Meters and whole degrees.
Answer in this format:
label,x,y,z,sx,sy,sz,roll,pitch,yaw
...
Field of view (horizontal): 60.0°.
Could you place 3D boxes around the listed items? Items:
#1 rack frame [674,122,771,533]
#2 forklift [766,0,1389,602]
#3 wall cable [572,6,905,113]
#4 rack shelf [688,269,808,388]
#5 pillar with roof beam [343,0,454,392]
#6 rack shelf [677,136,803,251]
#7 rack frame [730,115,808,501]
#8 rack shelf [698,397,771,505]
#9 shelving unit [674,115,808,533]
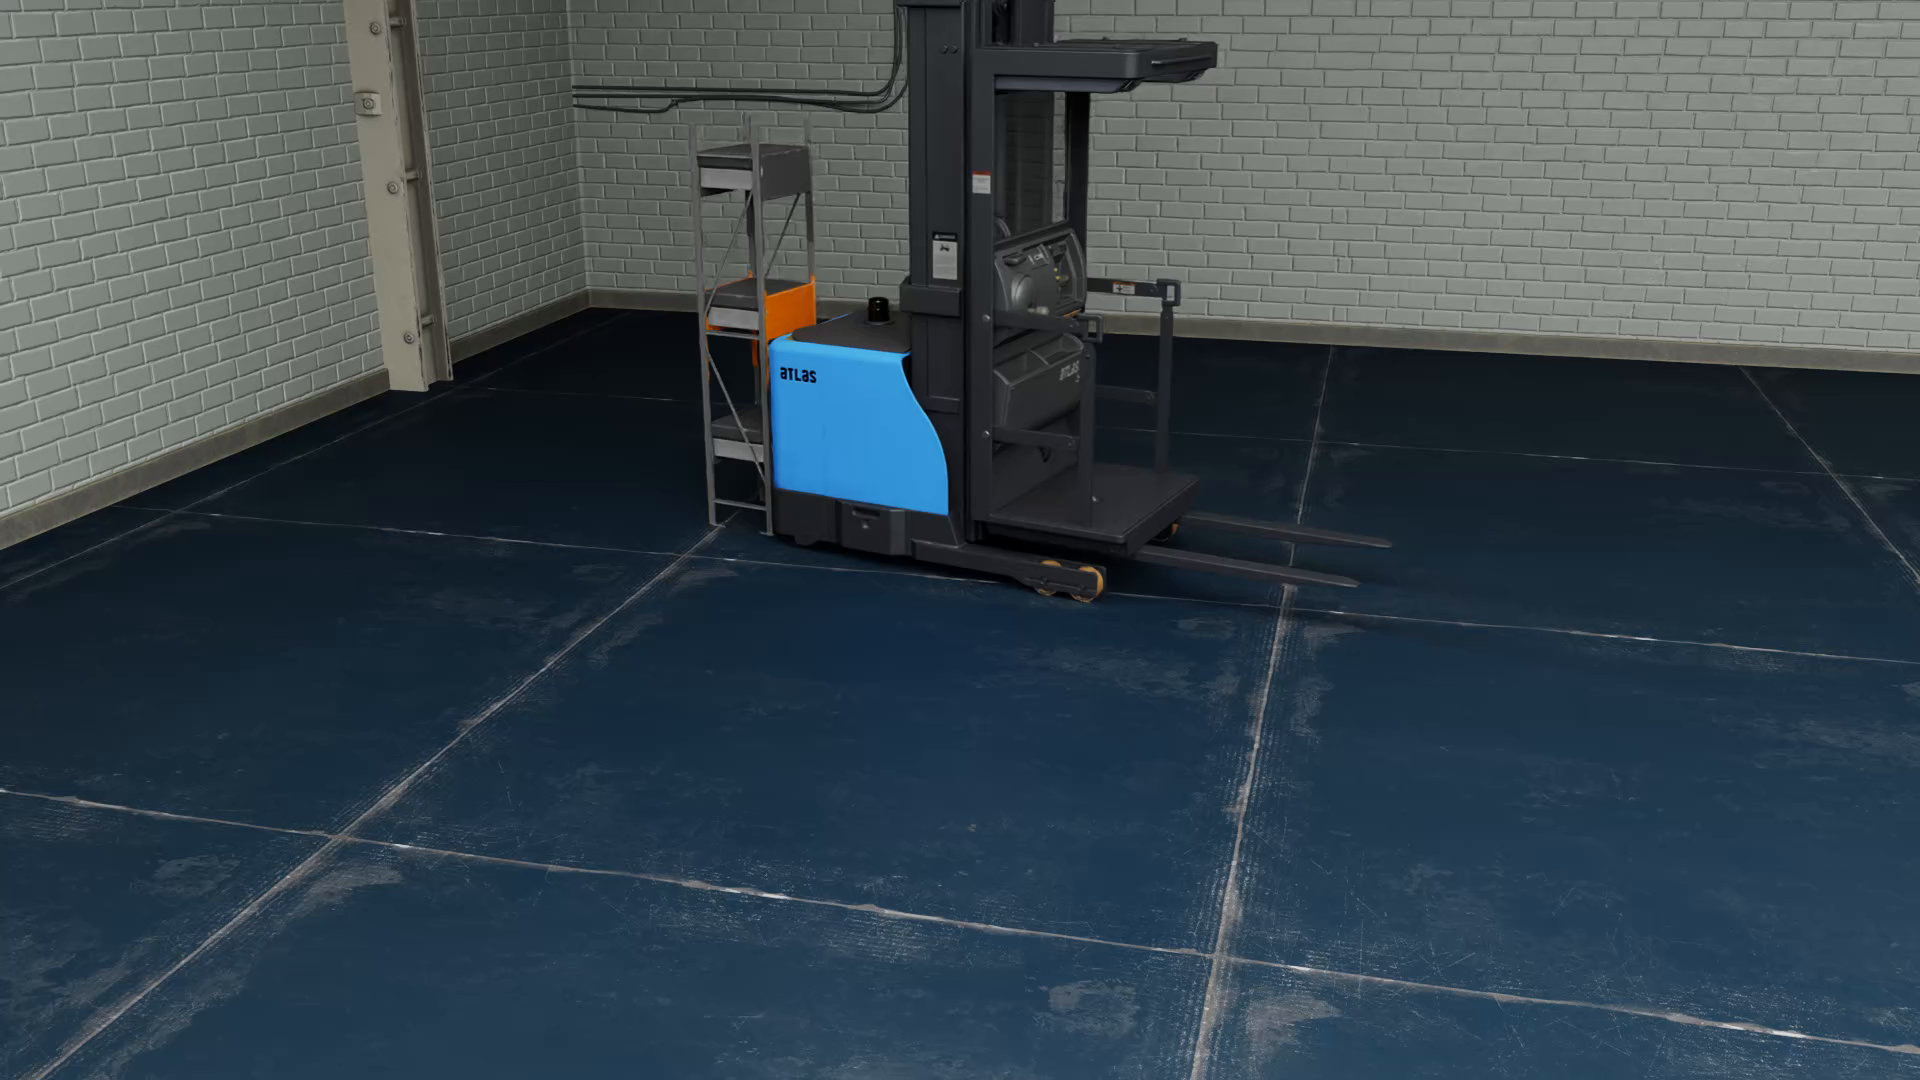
label,x,y,z,sx,sy,sz,roll,pitch,yaw
rack frame,-1.210,-1.059,8.518,0.400,2.100,0.015,7,20,26
forklift,0.559,-1.293,7.938,3.031,2.935,1.130,10,21,26
wall cable,-1.884,-4.731,13.421,3.097,2.526,0.112,5,19,13
rack shelf,-1.100,-1.117,8.728,0.431,0.518,0.480,7,20,26
pillar with roof beam,0.289,-5.042,9.526,9.100,9.000,0.400,5,19,13
rack shelf,-1.120,-1.782,8.512,0.431,0.518,0.480,7,20,26
rack frame,-0.991,-1.200,8.931,0.400,2.100,0.015,7,20,26
rack shelf,-1.080,-0.451,8.945,0.431,0.518,0.480,7,20,26
shelving unit,-1.100,-1.130,8.724,0.431,2.100,0.503,7,20,26
